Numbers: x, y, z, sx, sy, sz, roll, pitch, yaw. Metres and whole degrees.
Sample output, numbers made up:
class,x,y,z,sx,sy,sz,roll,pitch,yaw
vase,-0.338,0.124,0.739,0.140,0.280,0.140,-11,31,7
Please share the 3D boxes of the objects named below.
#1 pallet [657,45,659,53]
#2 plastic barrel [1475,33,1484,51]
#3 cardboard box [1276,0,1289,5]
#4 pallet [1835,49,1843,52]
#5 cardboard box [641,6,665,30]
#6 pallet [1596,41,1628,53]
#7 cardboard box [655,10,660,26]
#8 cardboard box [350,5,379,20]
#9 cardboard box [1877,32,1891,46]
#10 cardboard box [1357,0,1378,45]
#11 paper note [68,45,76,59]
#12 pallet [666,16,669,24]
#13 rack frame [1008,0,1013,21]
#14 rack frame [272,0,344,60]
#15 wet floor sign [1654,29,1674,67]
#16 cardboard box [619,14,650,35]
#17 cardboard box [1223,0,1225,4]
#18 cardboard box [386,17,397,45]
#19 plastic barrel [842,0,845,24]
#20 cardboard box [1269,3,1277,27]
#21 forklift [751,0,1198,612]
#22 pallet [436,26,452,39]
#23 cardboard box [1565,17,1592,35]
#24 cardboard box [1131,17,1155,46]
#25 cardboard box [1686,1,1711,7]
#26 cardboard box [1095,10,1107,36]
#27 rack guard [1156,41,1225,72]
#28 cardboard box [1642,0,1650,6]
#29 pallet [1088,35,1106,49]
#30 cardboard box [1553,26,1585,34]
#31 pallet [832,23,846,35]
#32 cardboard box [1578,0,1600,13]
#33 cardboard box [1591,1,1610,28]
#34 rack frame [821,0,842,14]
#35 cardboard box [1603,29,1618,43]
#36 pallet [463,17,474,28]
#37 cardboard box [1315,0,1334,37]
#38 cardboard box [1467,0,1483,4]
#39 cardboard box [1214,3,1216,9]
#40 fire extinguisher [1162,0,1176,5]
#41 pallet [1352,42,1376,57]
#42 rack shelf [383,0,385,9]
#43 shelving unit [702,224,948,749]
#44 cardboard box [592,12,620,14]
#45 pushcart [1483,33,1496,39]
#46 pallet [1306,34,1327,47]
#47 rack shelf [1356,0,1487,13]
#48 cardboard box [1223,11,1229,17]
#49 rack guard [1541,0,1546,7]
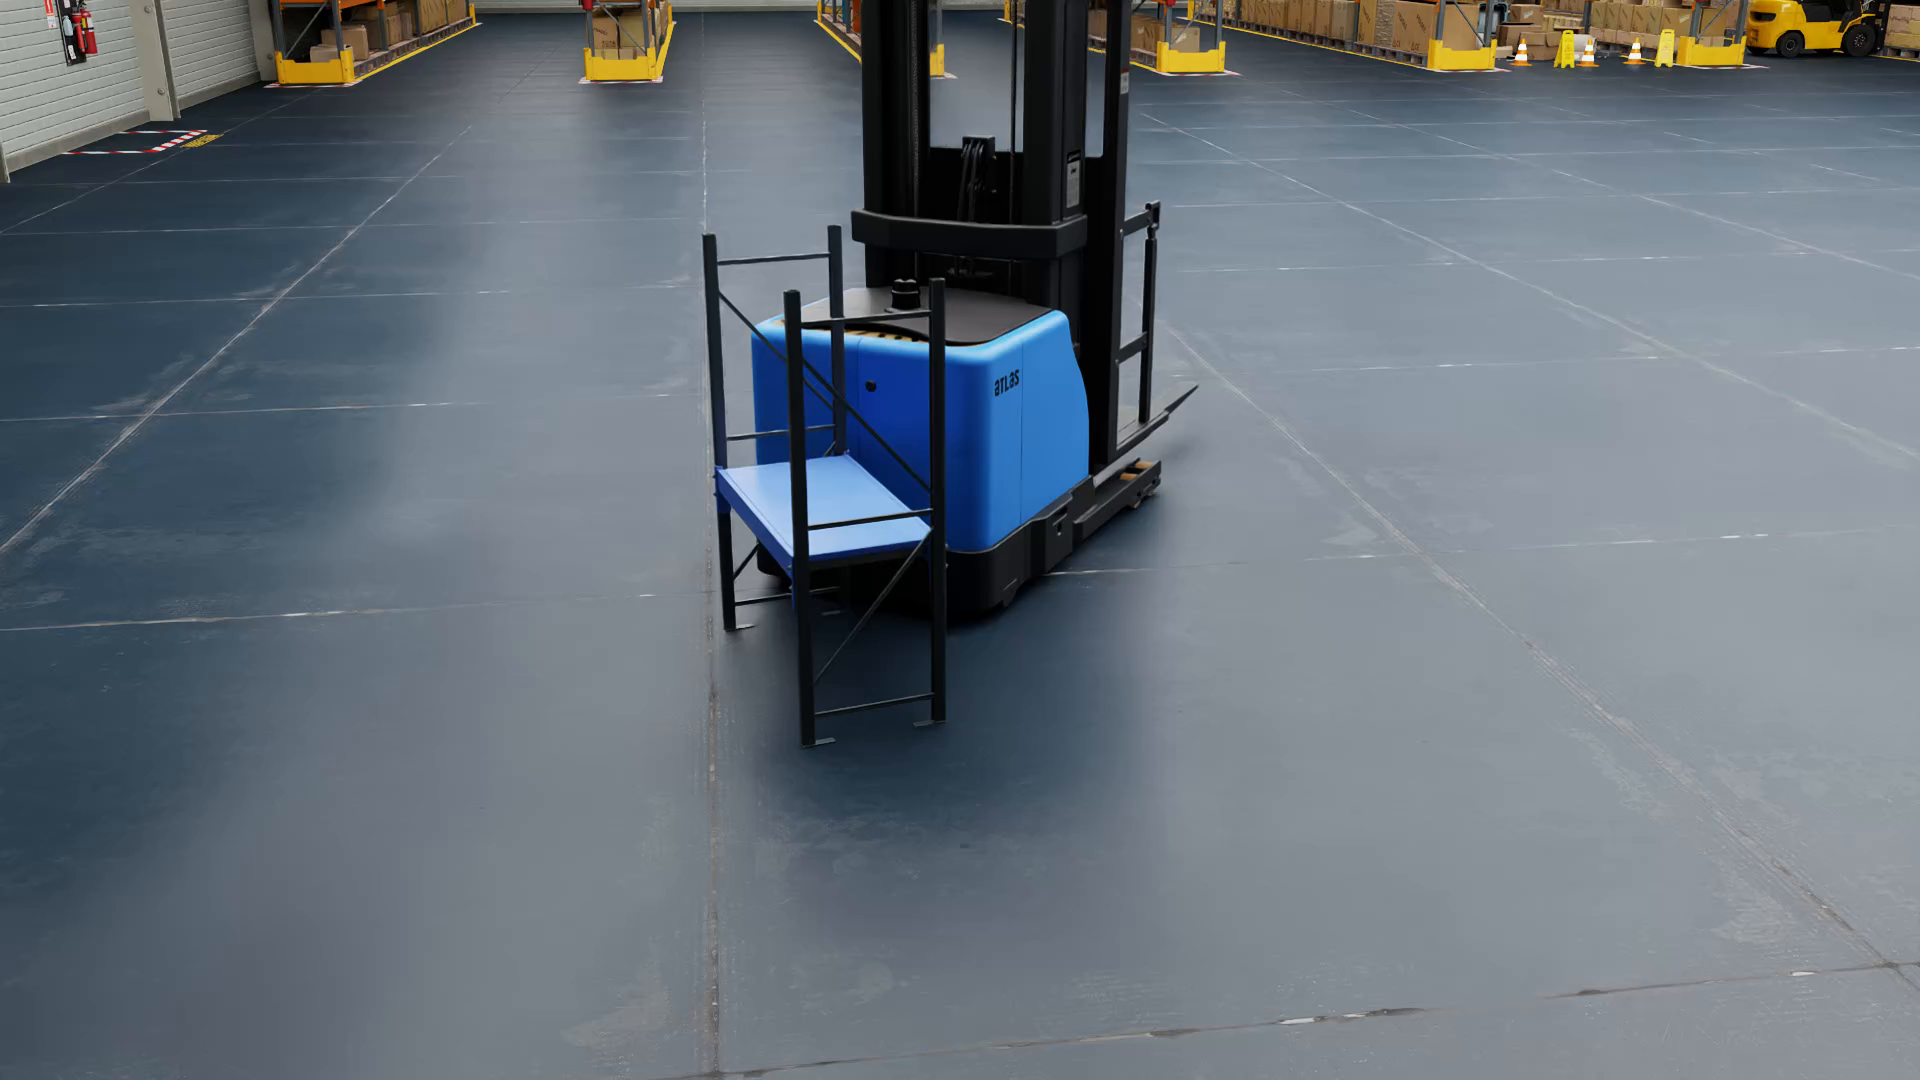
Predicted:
class,x,y,z,sx,sy,sz,roll,pitch,yaw
pallet,-6.613,-9.952,33.560,1.003,0.211,1.213,-3,21,-8
plastic barrel,10.119,-9.773,32.778,0.512,0.421,0.421,12,24,30
cardboard box,7.502,-12.281,37.711,0.500,0.250,0.500,-3,21,-9
pallet,18.305,-10.248,34.352,1.003,0.211,1.213,-3,21,-8
cardboard box,-6.797,-11.529,36.740,0.500,0.500,0.500,-3,21,-8
pallet,13.453,-10.043,33.804,1.003,0.211,1.213,-3,21,-8
cardboard box,-6.465,-10.790,34.345,0.500,0.311,0.500,-3,21,-9
cardboard box,-11.380,-10.123,31.906,0.500,0.250,0.500,-3,21,-9
cardboard box,18.303,-9.848,32.627,0.500,0.250,0.500,-3,21,-7
cardboard box,8.459,-10.275,32.877,0.875,0.875,0.875,-3,21,-7
paper note,-10.430,-5.732,19.535,0.016,0.148,0.142,-3,21,-8
pallet,-7.892,-13.128,42.064,1.003,0.211,1.213,-3,21,-8
rack frame,1.785,-15.235,43.719,1.000,3.000,0.127,-3,21,-8
rack frame,-10.614,-8.946,26.881,1.000,3.000,0.127,-3,21,-8
wet floor sign,12.866,-8.972,30.317,0.267,0.644,0.232,4,21,11
cardboard box,-5.728,-8.999,29.282,0.500,0.500,0.500,-3,21,-8
cardboard box,6.765,-13.670,42.154,0.380,0.149,0.250,-4,21,-10
cardboard box,-11.471,-9.975,32.580,0.700,0.500,0.500,-3,21,-7
plastic barrel,-2.479,-12.625,39.130,0.600,0.901,0.708,-3,21,-8
cardboard box,7.436,-12.101,38.300,0.500,0.500,0.500,-2,21,-6
forklift,0.288,-1.576,7.246,1.130,2.935,3.031,10,23,25
pallet,-12.158,-11.531,37.787,1.003,0.211,1.213,-3,21,-8
cardboard box,13.243,-10.727,34.806,0.950,0.372,0.625,-3,21,-7
cardboard box,3.532,-9.965,32.583,0.500,0.500,0.500,-4,21,-9
cardboard box,17.382,-12.378,39.042,0.500,0.500,0.500,-2,21,-6
cardboard box,3.235,-10.882,35.008,0.700,0.500,0.500,-1,21,-3
rack guard,4.080,-8.551,29.395,1.175,0.500,0.348,-3,21,-8
cardboard box,13.335,-10.325,31.905,0.380,0.149,0.250,-2,21,-5
pallet,3.222,-10.467,34.938,1.003,0.211,1.213,-3,21,-8
cardboard box,12.129,-9.971,33.193,0.500,0.500,0.500,12,24,30
pallet,-2.470,-12.025,39.109,1.003,0.211,1.213,-3,21,-8
cardboard box,16.731,-14.138,43.755,0.700,0.500,0.500,-4,21,-10
cardboard box,13.139,-10.622,33.627,0.500,0.500,0.500,-2,21,-5
rack frame,-3.117,-14.985,43.051,1.000,3.000,0.127,-3,21,-8
cardboard box,13.227,-10.086,33.264,0.500,0.250,0.500,-2,21,-5
pallet,-12.728,-12.906,41.470,1.003,0.211,1.213,-3,21,-8
cardboard box,8.123,-10.983,34.950,1.050,0.750,0.750,-3,21,-8
cardboard box,12.602,-12.719,39.419,0.875,0.875,0.875,-3,21,-7
cardboard box,6.777,-13.805,42.941,0.380,0.149,0.250,-2,21,-5
fire extinguisher,3.651,-9.596,28.732,0.296,0.674,0.183,-3,21,-8
pallet,8.469,-9.722,32.944,1.003,0.211,1.213,-3,21,-8
rack shelf,-11.479,-10.686,32.568,1.077,0.370,4.000,-3,21,-8
shelving unit,-0.472,-0.226,5.677,0.538,1.500,1.048,-8,22,-20
cardboard box,-6.314,-9.146,29.675,0.500,0.500,0.500,-3,21,-8
pushcart,11.072,-10.219,34.038,1.648,0.377,0.936,-11,23,-26
pallet,8.072,-10.676,35.498,1.003,0.211,1.213,-3,21,-8
rack shelf,8.725,-10.266,31.443,1.077,0.370,4.000,-3,21,-8
cardboard box,6.834,-13.227,41.819,0.380,0.149,0.250,-4,21,-10
rack guard,16.513,-14.789,46.098,1.175,0.500,0.348,-3,21,-8
